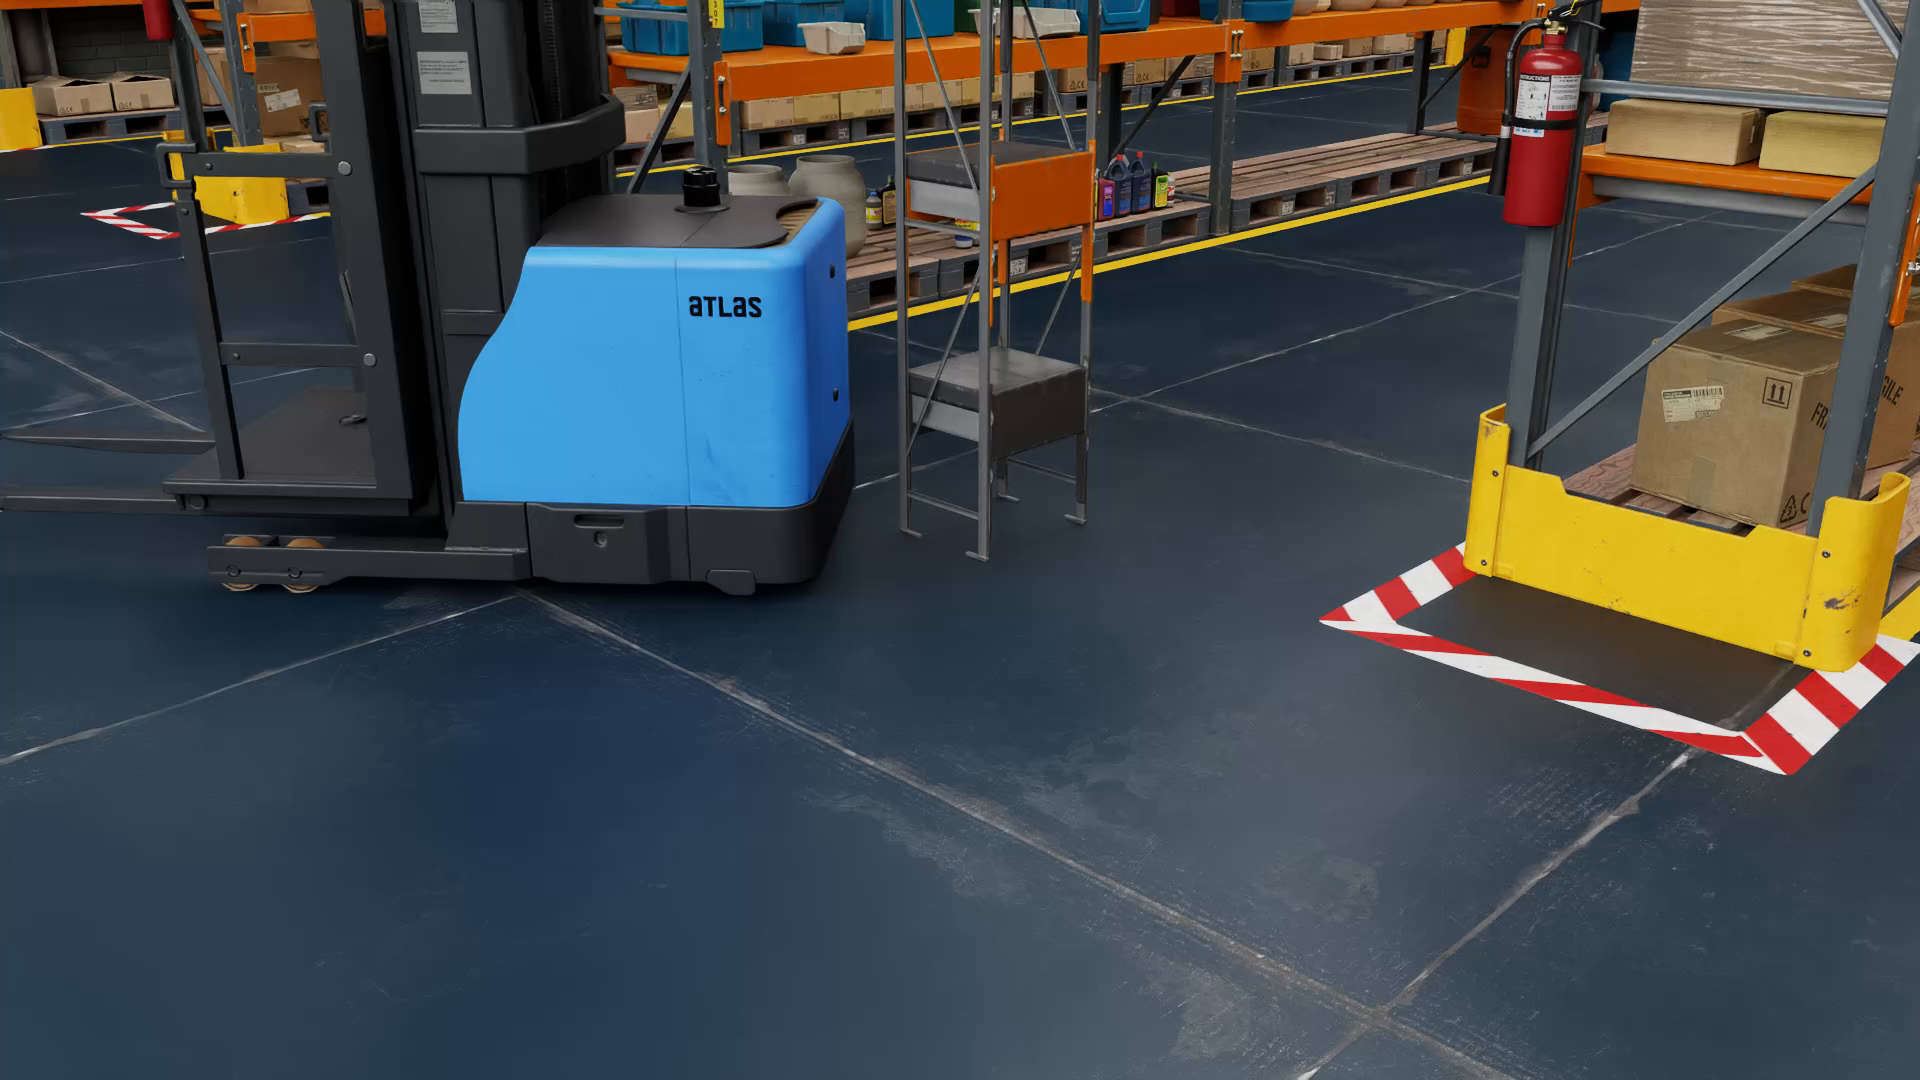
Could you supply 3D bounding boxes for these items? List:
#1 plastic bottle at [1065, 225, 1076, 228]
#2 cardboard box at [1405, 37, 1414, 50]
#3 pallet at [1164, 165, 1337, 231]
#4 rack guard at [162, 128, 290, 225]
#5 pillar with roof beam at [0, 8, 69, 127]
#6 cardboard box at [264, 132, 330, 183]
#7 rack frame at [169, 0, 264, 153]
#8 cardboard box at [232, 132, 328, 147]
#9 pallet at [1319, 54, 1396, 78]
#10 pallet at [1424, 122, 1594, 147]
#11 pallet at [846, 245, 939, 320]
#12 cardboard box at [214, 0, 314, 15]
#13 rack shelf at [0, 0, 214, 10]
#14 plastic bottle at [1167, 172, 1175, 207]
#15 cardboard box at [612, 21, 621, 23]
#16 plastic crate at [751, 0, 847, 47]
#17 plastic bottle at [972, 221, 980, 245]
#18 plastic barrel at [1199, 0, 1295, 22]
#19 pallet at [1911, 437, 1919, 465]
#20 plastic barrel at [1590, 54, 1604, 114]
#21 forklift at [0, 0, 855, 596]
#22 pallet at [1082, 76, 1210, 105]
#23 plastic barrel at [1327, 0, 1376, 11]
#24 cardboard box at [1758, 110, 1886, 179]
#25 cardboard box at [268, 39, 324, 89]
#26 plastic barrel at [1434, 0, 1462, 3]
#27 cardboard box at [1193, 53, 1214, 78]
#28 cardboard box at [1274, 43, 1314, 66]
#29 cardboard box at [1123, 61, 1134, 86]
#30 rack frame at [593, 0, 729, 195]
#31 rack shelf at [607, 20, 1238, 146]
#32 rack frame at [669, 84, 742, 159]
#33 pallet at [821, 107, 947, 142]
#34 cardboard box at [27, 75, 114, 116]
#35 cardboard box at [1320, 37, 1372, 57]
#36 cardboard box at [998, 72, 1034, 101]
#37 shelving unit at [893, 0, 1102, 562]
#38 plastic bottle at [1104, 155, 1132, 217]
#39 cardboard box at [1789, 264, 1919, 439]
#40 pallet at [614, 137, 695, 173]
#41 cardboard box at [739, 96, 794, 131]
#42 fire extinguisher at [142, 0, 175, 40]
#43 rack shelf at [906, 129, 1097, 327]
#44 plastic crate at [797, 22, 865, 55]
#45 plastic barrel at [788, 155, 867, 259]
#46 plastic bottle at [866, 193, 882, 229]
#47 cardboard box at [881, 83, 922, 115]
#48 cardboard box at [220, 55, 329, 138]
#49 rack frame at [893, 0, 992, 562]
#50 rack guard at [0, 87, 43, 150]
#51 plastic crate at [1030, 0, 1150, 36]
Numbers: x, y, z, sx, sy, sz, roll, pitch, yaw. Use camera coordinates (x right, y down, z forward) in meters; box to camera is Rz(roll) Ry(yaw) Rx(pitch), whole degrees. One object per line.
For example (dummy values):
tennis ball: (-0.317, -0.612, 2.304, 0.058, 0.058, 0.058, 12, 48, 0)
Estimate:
plastic bottle: (0.604, -1.984, 9.740, 0.135, 0.276, 0.152, -20, 28, -41)
cardboard box: (5.597, -6.386, 21.345, 0.380, 0.166, 0.250, 19, 28, 41)
pallet: (1.842, -2.371, 11.450, 1.003, 0.211, 1.213, 19, 28, 41)
rack guard: (-5.031, -2.501, 11.384, 1.175, 0.500, 0.348, 19, 28, 41)
pillar with roof beam: (-5.613, -7.032, 11.327, 9.100, 9.000, 0.400, 19, 28, 41)
cardboard box: (-4.481, -2.668, 11.583, 0.500, 0.250, 0.500, 19, 28, 41)
rack frame: (-5.015, -3.674, 10.952, 1.000, 3.000, 0.127, 19, 28, 41)
cardboard box: (-4.852, -2.798, 11.921, 0.500, 0.250, 0.500, 19, 28, 41)
pallet: (4.688, -5.948, 20.756, 1.003, 0.211, 1.213, 19, 28, 41)
pallet: (4.633, -3.401, 14.129, 1.003, 0.211, 1.213, 19, 28, 41)
pallet: (-0.878, -1.370, 8.845, 1.003, 0.211, 1.213, 19, 28, 41)
cardboard box: (-4.680, -3.837, 11.238, 0.700, 0.500, 0.500, 19, 28, 41)
rack shelf: (-7.171, -5.091, 15.641, 1.077, 0.370, 4.000, 19, 28, 41)
plastic bottle: (1.292, -2.189, 10.376, 0.097, 0.201, 0.097, 0, 21, 0)
cardboard box: (-3.893, -6.029, 18.904, 0.500, 0.250, 0.500, -20, 28, -41)
plastic crate: (-0.876, -2.733, 8.711, 0.499, 0.251, 0.408, 19, 28, 41)
plastic bottle: (0.092, -1.747, 9.226, 0.097, 0.201, 0.097, 0, 21, 0)
plastic barrel: (1.809, -3.719, 10.370, 0.600, 0.901, 0.708, 19, 28, 41)
pallet: (3.577, -0.423, 6.382, 1.003, 0.211, 1.213, 19, 28, 41)
plastic barrel: (5.559, -4.112, 14.974, 0.421, 0.512, 0.421, 0, 21, 0)
forklift: (-1.913, -1.391, 5.107, 3.031, 2.935, 1.130, 1, 21, 4)
pallet: (1.965, -4.923, 18.089, 1.003, 0.211, 1.213, 19, 28, 41)
plastic barrel: (2.659, -3.904, 11.362, 0.433, 0.535, 0.433, 0, 21, 0)
cardboard box: (2.450, -1.090, 4.579, 0.380, 0.149, 0.250, 19, 28, 41)
cardboard box: (-6.471, -4.703, 16.499, 0.500, 0.500, 0.500, 17, 27, 37)
plastic barrel: (3.548, -4.224, 12.227, 0.421, 0.512, 0.421, 0, 21, 0)
cardboard box: (2.517, -5.345, 18.170, 0.500, 0.500, 0.500, 20, 29, 41)
cardboard box: (3.805, -5.762, 19.520, 0.500, 0.311, 0.500, 19, 28, 41)
cardboard box: (1.450, -4.950, 17.144, 0.500, 0.500, 0.500, 18, 27, 39)
rack frame: (-1.468, -2.433, 7.724, 1.000, 3.000, 0.127, 19, 28, 41)
rack shelf: (-0.073, -2.611, 9.190, 1.077, 0.370, 4.000, 19, 28, 41)
rack frame: (-2.224, -4.702, 13.627, 1.000, 3.000, 0.127, 19, 28, 41)
pallet: (-0.887, -3.915, 15.465, 1.003, 0.211, 1.213, 19, 28, 41)
cardboard box: (-8.019, -4.018, 14.982, 0.500, 0.311, 0.500, 15, 26, 35)
cardboard box: (4.664, -6.283, 20.606, 0.797, 0.503, 0.637, 19, 28, 41)
cardboard box: (0.374, -4.446, 16.209, 0.500, 0.250, 0.500, -19, 28, -41)
shelving unit: (0.115, -1.023, 5.309, 0.431, 2.100, 0.503, 19, 28, 41)
plastic bottle: (0.946, -2.143, 10.048, 0.144, 0.351, 0.185, 18, 27, 38)
cardboard box: (3.371, -0.697, 6.107, 0.500, 0.500, 0.500, -17, 27, -37)
pallet: (-2.809, -3.206, 13.622, 1.003, 0.211, 1.213, 19, 28, 41)
cardboard box: (-1.765, -3.656, 14.153, 0.500, 0.250, 0.500, 18, 28, 39)
fire extinguisher: (-5.430, -3.723, 11.189, 0.296, 0.674, 0.183, 19, 28, 41)
rack shelf: (0.115, -1.010, 5.313, 0.431, 0.518, 0.480, 19, 28, 41)
plastic crate: (-0.613, -2.459, 8.160, 0.298, 0.136, 0.250, 19, 28, 41)
plastic barrel: (-0.714, -1.785, 8.920, 0.421, 0.512, 0.421, 0, 21, 0)
plastic bottle: (-0.501, -1.914, 9.661, 0.097, 0.201, 0.097, 0, 21, 0)
cardboard box: (-0.693, -4.052, 15.182, 0.500, 0.250, 0.500, -20, 28, -41)
cardboard box: (-4.854, -3.149, 11.787, 0.500, 0.500, 0.500, 19, 28, 41)
rack frame: (-0.055, -0.960, 5.145, 0.400, 2.100, 0.015, 19, 28, 41)
rack guard: (-8.513, -3.765, 14.674, 1.175, 0.500, 0.348, 19, 28, 41)
plastic crate: (0.745, -3.039, 9.509, 0.499, 0.251, 0.616, 19, 28, 41)
